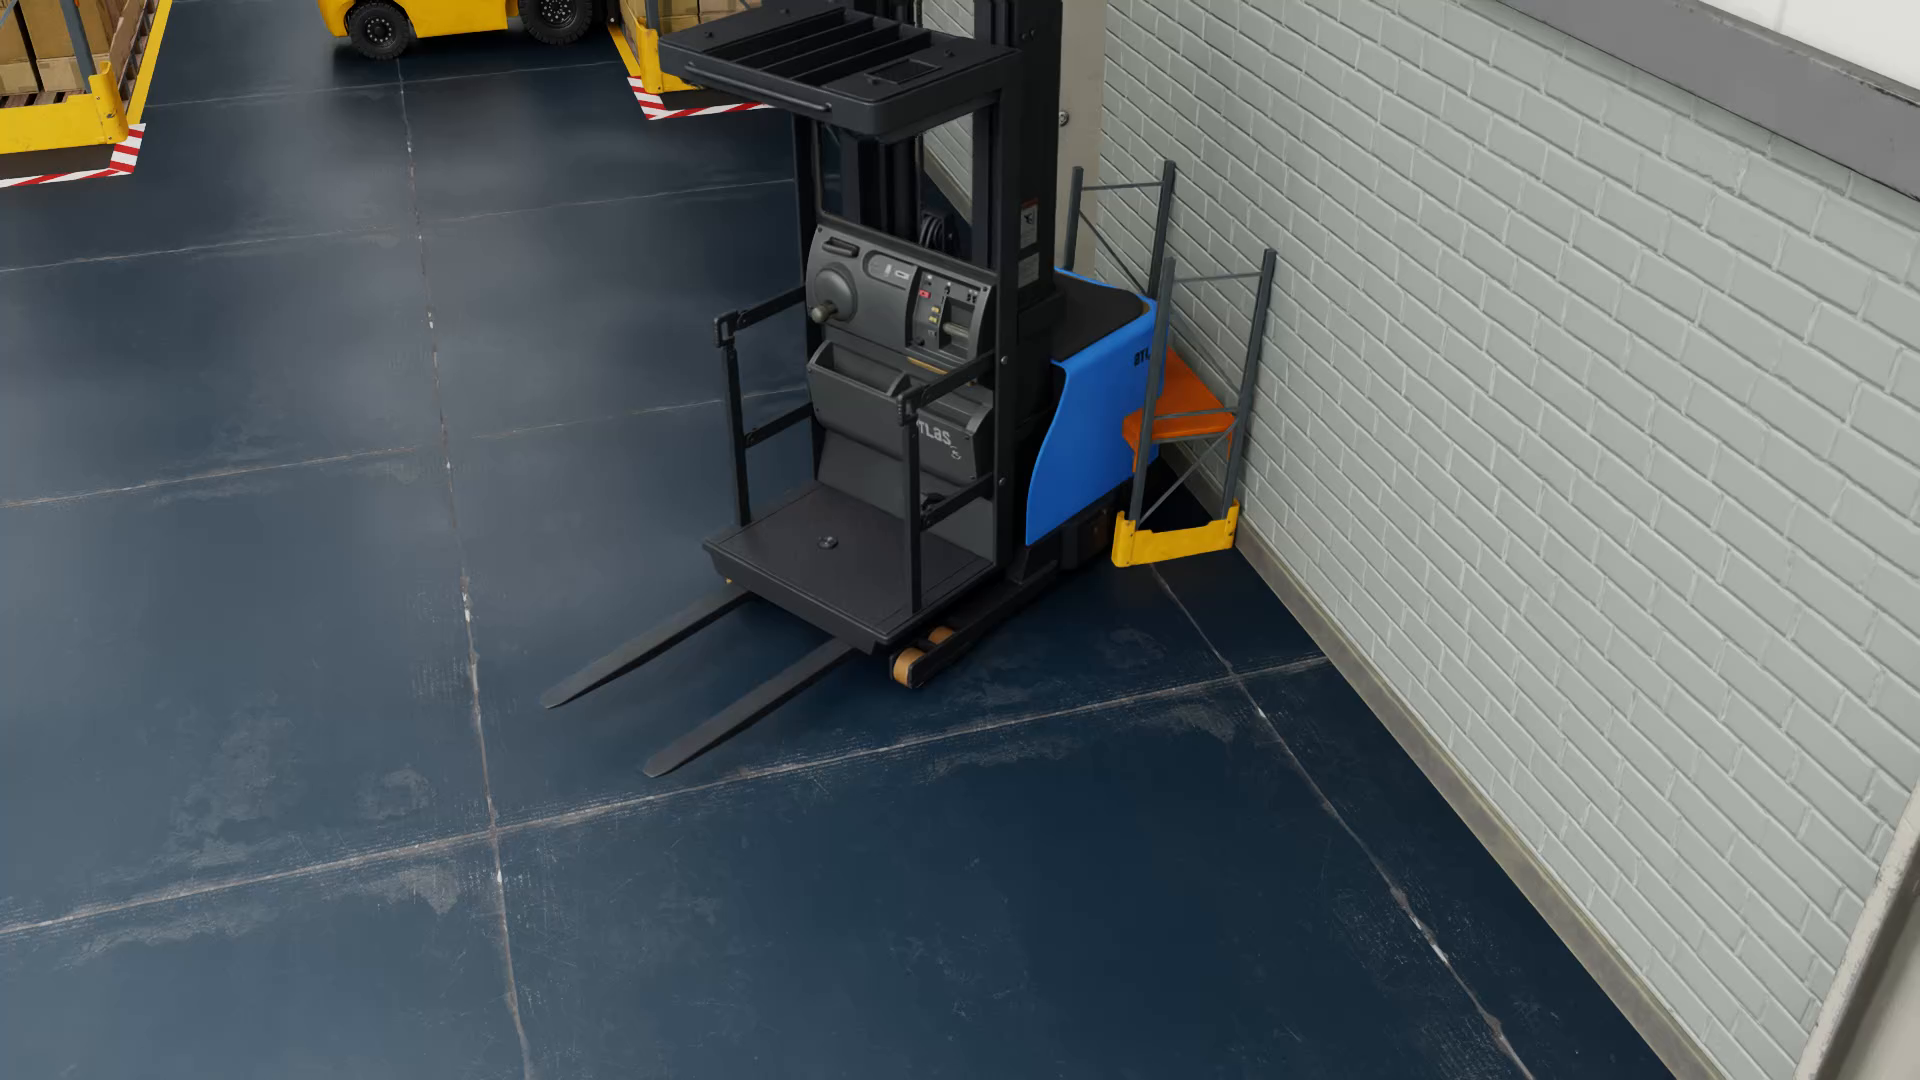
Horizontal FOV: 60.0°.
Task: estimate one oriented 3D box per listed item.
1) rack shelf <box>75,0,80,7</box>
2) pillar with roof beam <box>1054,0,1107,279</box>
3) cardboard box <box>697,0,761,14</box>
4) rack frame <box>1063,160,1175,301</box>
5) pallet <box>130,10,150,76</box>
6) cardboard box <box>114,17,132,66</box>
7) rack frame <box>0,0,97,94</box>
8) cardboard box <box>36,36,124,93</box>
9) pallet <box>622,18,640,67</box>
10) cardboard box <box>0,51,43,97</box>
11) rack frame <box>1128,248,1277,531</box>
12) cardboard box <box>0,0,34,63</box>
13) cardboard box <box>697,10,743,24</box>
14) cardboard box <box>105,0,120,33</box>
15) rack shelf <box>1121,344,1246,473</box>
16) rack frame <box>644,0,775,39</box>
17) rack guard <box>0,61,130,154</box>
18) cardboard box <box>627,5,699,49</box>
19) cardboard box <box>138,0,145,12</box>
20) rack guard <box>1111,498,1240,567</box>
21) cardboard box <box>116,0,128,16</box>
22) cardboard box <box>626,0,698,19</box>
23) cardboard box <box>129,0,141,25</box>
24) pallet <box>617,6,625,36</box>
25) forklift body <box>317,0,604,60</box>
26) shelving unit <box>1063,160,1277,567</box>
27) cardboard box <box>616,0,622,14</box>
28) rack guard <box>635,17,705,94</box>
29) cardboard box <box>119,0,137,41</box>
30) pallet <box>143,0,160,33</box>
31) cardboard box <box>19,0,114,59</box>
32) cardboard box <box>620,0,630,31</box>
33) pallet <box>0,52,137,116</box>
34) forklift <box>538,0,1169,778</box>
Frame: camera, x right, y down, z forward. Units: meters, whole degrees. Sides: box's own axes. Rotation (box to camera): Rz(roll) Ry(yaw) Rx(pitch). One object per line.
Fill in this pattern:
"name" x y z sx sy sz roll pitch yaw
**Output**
"rack shelf" -7.290 -4.860 13.037 1.077 0.370 4.000 -10 35 -15
"pillar with roof beam" -3.578 -4.093 5.781 9.100 9.000 0.400 -10 35 -15
"cardboard box" -1.900 -4.465 13.446 0.500 0.250 0.500 -9 35 -14
"rack frame" 0.710 -1.095 8.030 0.500 1.500 0.032 -8 35 -17
"pallet" -7.286 -4.059 13.700 1.003 0.211 1.213 -10 35 -15
"cardboard box" -6.812 -3.877 13.010 0.500 0.250 0.500 -9 34 -13
"rack frame" -6.680 -4.110 11.249 1.000 3.000 0.127 -10 35 -15
"cardboard box" -6.663 -3.608 12.603 0.500 0.250 0.500 -10 35 -15
"pallet" -2.228 -4.178 13.881 1.003 0.211 1.213 -10 35 -15
"cardboard box" -7.190 -3.530 12.484 0.500 0.250 0.500 -10 35 -15
"rack frame" 1.026 -0.548 7.233 0.500 1.500 0.032 -8 35 -17
"cardboard box" -7.173 -3.828 12.255 0.500 0.500 0.500 -10 35 -14
"cardboard box" -1.918 -4.266 13.598 0.500 0.250 0.500 -10 35 -15
"cardboard box" -6.835 -4.207 12.829 0.500 0.500 0.500 -11 35 -17
"rack shelf" 0.858 -0.672 7.730 0.538 0.185 1.000 -8 35 -17
"rack frame" -1.954 -4.947 12.515 1.000 3.000 0.127 -10 35 -15
"rack guard" -6.704 -3.107 11.999 1.175 0.500 0.348 -10 35 -15
"cardboard box" -2.399 -4.168 13.451 0.500 0.250 0.500 -10 35 -14
"cardboard box" -7.292 -4.695 14.248 0.500 0.250 0.500 -11 35 -16
"rack guard" 0.984 -0.038 7.592 0.587 0.250 0.087 -8 35 -17
"cardboard box" -6.980 -4.472 13.230 0.500 0.500 0.500 -9 35 -14
"cardboard box" -2.401 -4.386 13.327 0.500 0.250 0.500 -10 35 -15
"cardboard box" -7.142 -4.427 13.843 0.500 0.250 0.500 -9 35 -14
"pallet" -2.596 -4.817 14.849 1.003 0.211 1.213 -10 35 -15
"forklift body" -4.270 -5.281 13.792 2.313 2.155 1.214 -10 35 -15
"shelving unit" 0.865 -0.827 7.639 0.587 1.500 1.083 -8 35 -17
"cardboard box" -2.685 -4.695 14.248 0.500 0.250 0.500 -10 35 -14
"rack guard" -1.947 -3.891 13.185 1.175 0.500 0.348 -10 35 -15
"cardboard box" -6.990 -4.162 13.441 0.500 0.250 0.500 -8 34 -12
"pallet" -7.662 -4.700 14.672 1.003 0.211 1.213 -10 35 -15
"cardboard box" -6.671 -3.933 12.415 0.500 0.500 0.500 -11 35 -16
"cardboard box" -2.541 -4.431 13.848 0.500 0.250 0.500 -10 35 -15
"pallet" -6.918 -3.419 12.733 1.003 0.211 1.213 -10 35 -15
"forklift" -0.391 -0.928 6.496 1.130 2.935 3.031 25 41 33
